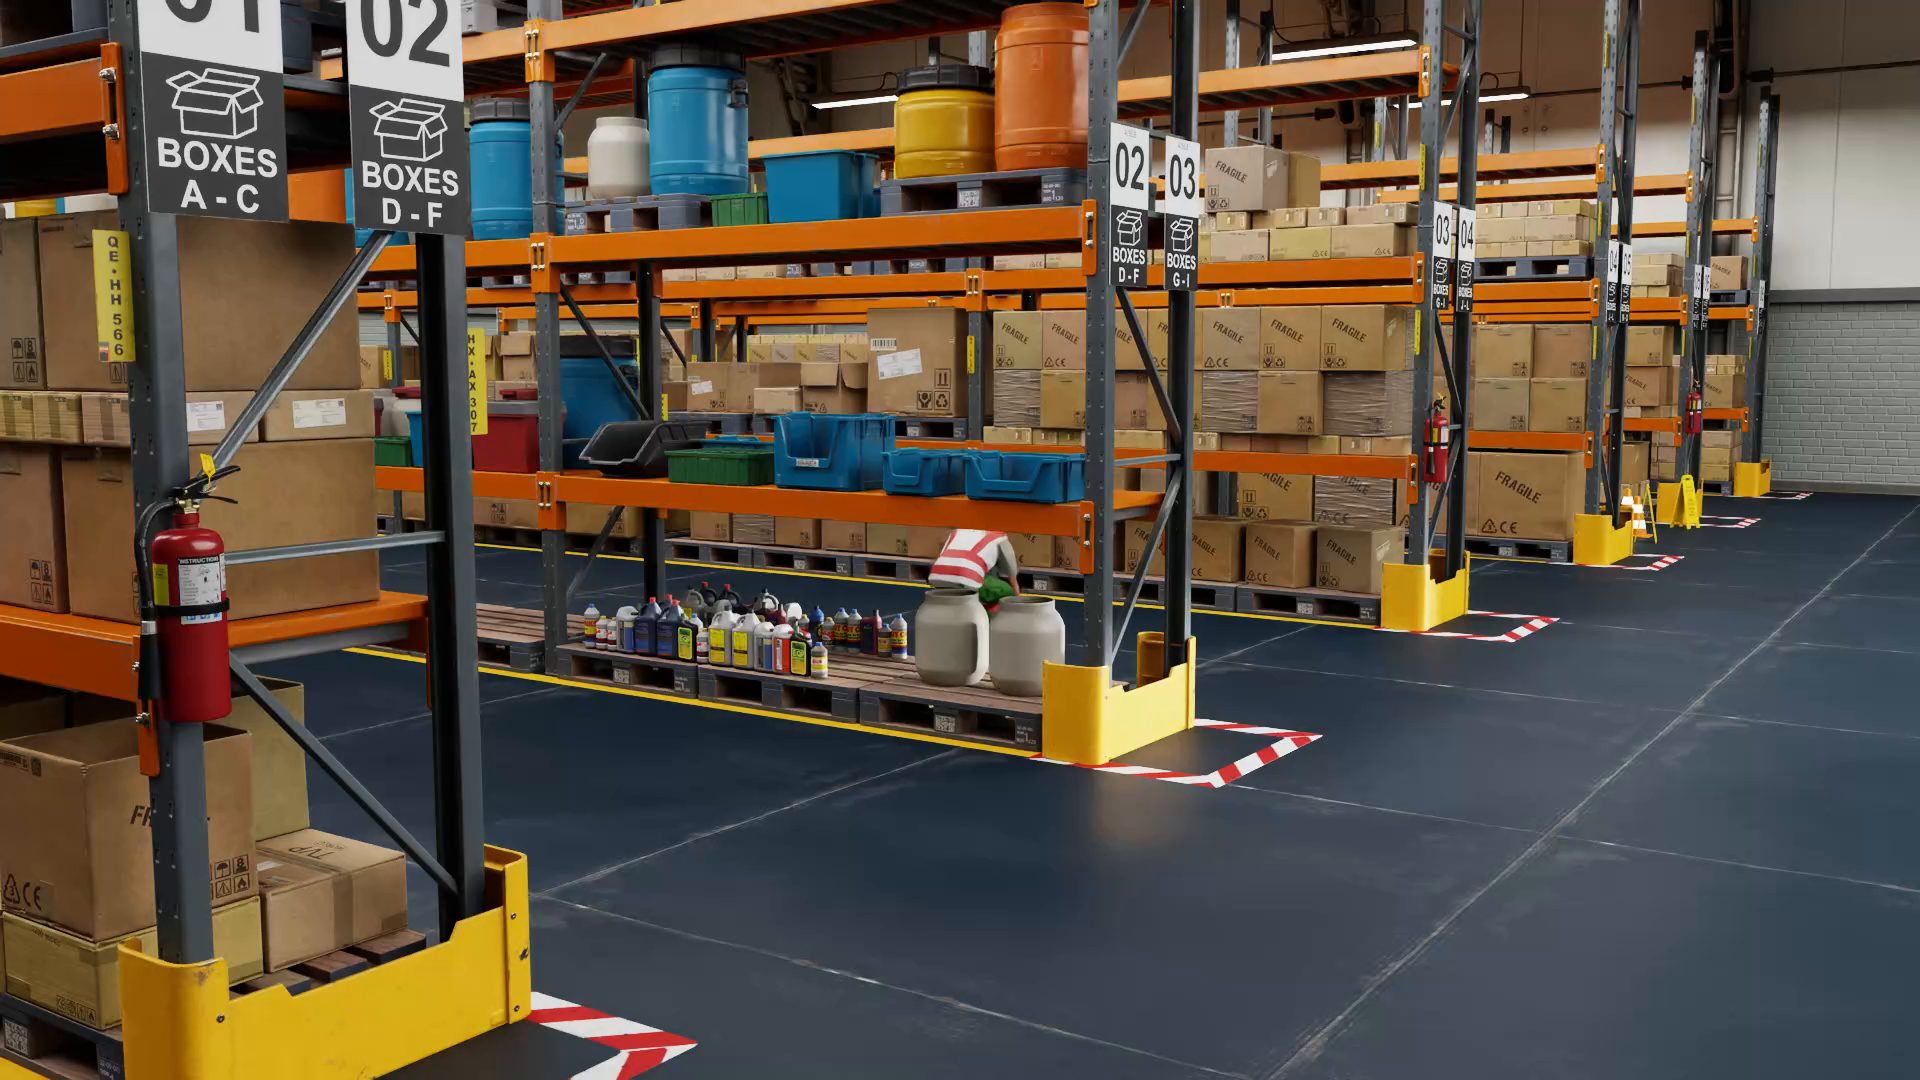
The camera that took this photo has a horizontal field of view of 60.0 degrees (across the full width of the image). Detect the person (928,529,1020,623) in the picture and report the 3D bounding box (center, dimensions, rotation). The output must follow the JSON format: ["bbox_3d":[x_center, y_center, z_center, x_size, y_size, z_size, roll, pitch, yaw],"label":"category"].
[{"bbox_3d":[0.105,0.286,12.019,0.573,0.921,0.886,4,7,33],"label":"person"}]
